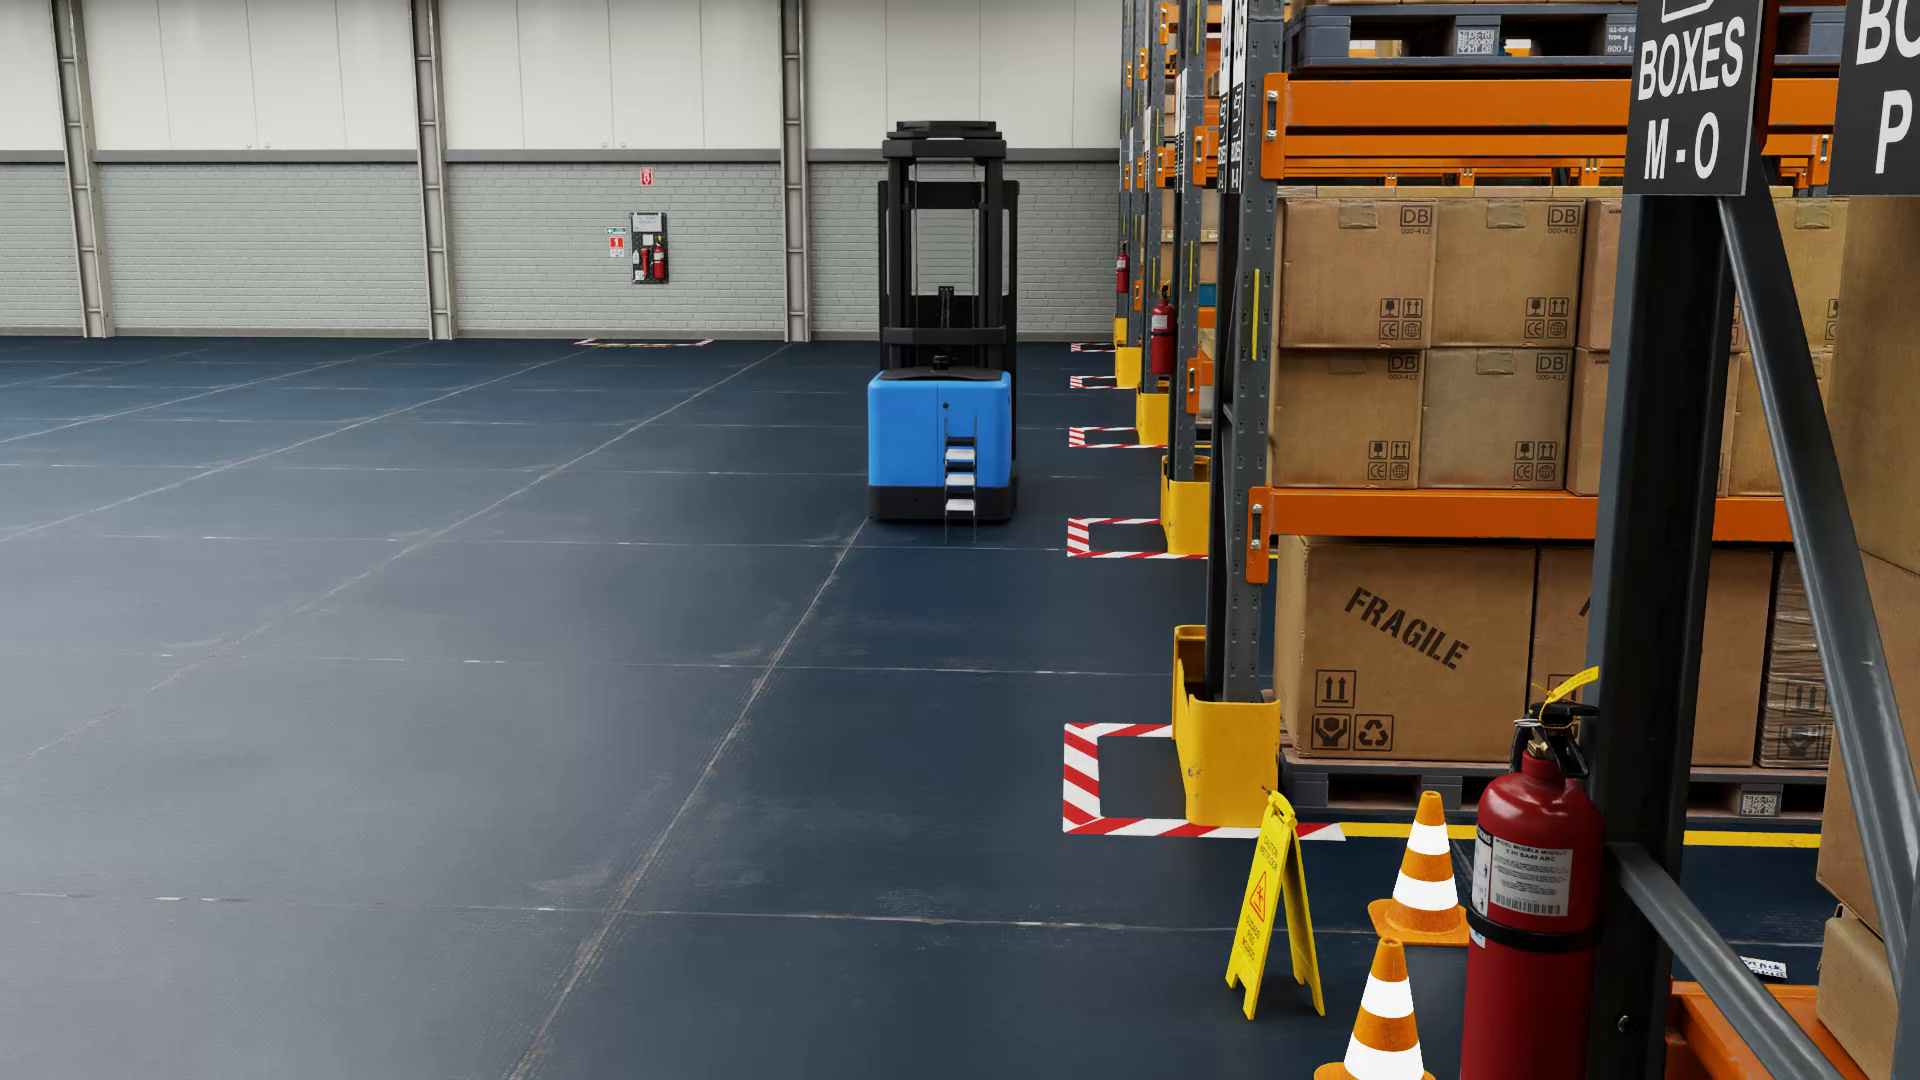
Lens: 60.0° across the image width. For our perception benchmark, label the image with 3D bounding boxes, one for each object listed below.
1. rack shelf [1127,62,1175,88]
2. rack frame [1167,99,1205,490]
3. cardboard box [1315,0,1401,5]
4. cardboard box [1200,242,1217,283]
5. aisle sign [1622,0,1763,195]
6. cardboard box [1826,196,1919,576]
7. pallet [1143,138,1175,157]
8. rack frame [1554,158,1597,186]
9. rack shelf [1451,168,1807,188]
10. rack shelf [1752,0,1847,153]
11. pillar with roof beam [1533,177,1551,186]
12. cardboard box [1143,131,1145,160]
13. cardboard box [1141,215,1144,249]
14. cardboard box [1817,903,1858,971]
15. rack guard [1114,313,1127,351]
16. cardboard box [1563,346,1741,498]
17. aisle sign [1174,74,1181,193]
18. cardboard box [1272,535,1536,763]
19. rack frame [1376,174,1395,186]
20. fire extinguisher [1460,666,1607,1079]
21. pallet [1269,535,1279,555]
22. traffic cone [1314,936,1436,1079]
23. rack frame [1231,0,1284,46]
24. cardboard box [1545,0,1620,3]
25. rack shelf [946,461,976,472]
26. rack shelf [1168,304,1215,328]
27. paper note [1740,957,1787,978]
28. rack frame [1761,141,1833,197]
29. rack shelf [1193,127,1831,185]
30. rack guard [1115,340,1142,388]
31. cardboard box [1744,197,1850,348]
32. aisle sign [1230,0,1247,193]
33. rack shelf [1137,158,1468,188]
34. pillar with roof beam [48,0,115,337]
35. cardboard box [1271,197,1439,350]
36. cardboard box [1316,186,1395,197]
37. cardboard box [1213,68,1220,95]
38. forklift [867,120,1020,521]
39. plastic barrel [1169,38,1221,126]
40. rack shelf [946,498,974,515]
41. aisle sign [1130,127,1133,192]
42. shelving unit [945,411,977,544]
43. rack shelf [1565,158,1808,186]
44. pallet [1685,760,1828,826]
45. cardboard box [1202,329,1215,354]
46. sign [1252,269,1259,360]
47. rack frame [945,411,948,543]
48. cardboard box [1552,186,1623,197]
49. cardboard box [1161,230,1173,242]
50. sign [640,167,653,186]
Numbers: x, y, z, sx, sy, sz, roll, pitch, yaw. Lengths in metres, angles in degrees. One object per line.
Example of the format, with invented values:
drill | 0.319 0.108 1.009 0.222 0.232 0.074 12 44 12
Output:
rack shelf | 4.542 -7.077 25.386 4.000 0.370 1.077 1 12 4
rack frame | 1.554 -1.486 11.544 0.127 3.000 1.000 1 12 4
cardboard box | 1.442 -2.003 6.036 0.250 0.149 0.380 1 12 4
cardboard box | 3.209 -3.543 21.136 0.500 0.500 0.700 1 12 5
aisle sign | 0.849 -0.794 1.887 0.004 0.787 0.394 1 12 4
cardboard box | 1.416 -0.183 1.902 0.500 0.500 0.700 0 12 2
pallet | 2.923 -4.919 20.849 1.213 0.211 1.003 1 12 4
rack frame | 5.876 -2.443 16.120 0.127 3.000 1.000 1 12 4
rack shelf | 8.206 -4.543 20.593 4.000 0.370 1.077 1 12 4
rack shelf | 2.887 -0.550 1.501 4.000 0.370 1.077 1 12 4
pillar with roof beam | 9.002 -6.663 21.645 0.400 9.000 9.100 1 12 4
cardboard box | 2.864 -5.993 25.471 0.500 0.500 0.500 1 12 5
cardboard box | 3.003 -4.757 25.669 0.500 0.500 0.500 1 12 4
cardboard box | 2.813 1.268 4.479 0.637 0.503 0.797 -9 15 -35
rack guard | 2.622 -3.297 26.308 0.348 0.500 1.175 1 12 4
cardboard box | 2.595 -0.515 6.537 0.550 0.550 0.875 1 12 4
aisle sign | 1.512 -2.820 11.575 0.004 0.787 0.394 1 12 4
cardboard box | 1.802 0.356 6.901 0.875 0.875 0.875 1 12 4
rack frame | 6.538 -4.467 25.795 0.127 3.000 1.000 1 12 4
fire extinguisher | 0.808 0.481 2.331 0.183 0.674 0.296 1 12 4
pallet | 2.438 -0.101 11.737 1.213 0.211 1.003 1 12 4
traffic cone | 1.142 1.292 4.463 0.334 0.463 0.336 1 12 4
rack frame | 1.121 -3.410 6.092 0.127 3.000 1.000 1 12 4
cardboard box | 2.199 -1.993 5.988 0.250 0.149 0.380 1 12 4
rack shelf | 0.008 -0.496 11.664 0.200 0.077 0.258 1 12 4
rack shelf | 3.880 -2.118 16.324 4.000 0.370 1.077 1 12 4
paper note | 2.531 1.348 5.253 0.142 0.017 0.144 5 13 23
rack frame | 5.545 -1.431 11.282 0.127 3.000 1.000 1 12 4
rack shelf | 3.549 -2.574 11.180 4.000 0.370 1.077 1 12 4
rack guard | 2.195 -2.286 21.476 0.348 0.500 1.175 1 12 4
cardboard box | 3.131 -1.058 6.496 0.500 0.550 0.875 1 12 4
aisle sign | 1.031 -1.686 6.152 0.004 0.787 0.394 1 12 4
rack shelf | 4.215 -4.598 20.854 4.000 0.370 1.077 1 12 4
pillar with roof beam | -14.945 -6.992 23.214 0.400 9.000 9.100 1 12 4
cardboard box | 1.489 -1.063 6.519 0.550 0.550 0.875 1 12 4
cardboard box | 2.583 -2.098 11.059 0.500 0.500 0.500 1 12 4
cardboard box | 1.813 -3.025 10.968 0.250 0.149 0.380 1 12 3
forklift | -0.081 -1.825 13.333 1.130 2.935 3.031 1 12 3
plastic barrel | 2.378 -4.401 16.079 0.708 0.830 0.600 1 12 4
rack shelf | 0.008 -0.232 11.719 0.200 0.077 0.258 1 12 4
aisle sign | 2.133 -4.720 20.658 0.004 0.787 0.394 1 12 4
shelving unit | 0.008 -0.440 11.675 0.210 0.900 0.258 1 12 4
rack shelf | 7.871 -3.531 15.755 4.000 0.370 1.077 1 12 4
pallet | 3.138 0.903 6.934 1.213 0.211 1.003 1 12 4
cardboard box | 1.852 -1.401 11.753 0.250 0.149 0.380 1 12 4
sign | 1.078 -0.823 6.068 0.005 0.325 0.100 1 12 4
rack frame | -0.093 -0.442 11.682 0.006 0.900 0.240 1 12 4
cardboard box | 4.080 -2.078 10.965 0.500 0.500 0.500 1 12 4
cardboard box | 2.596 -3.826 20.906 0.250 0.149 0.380 1 12 3
sign | -5.148 -5.967 27.308 0.199 0.298 0.001 1 12 4
